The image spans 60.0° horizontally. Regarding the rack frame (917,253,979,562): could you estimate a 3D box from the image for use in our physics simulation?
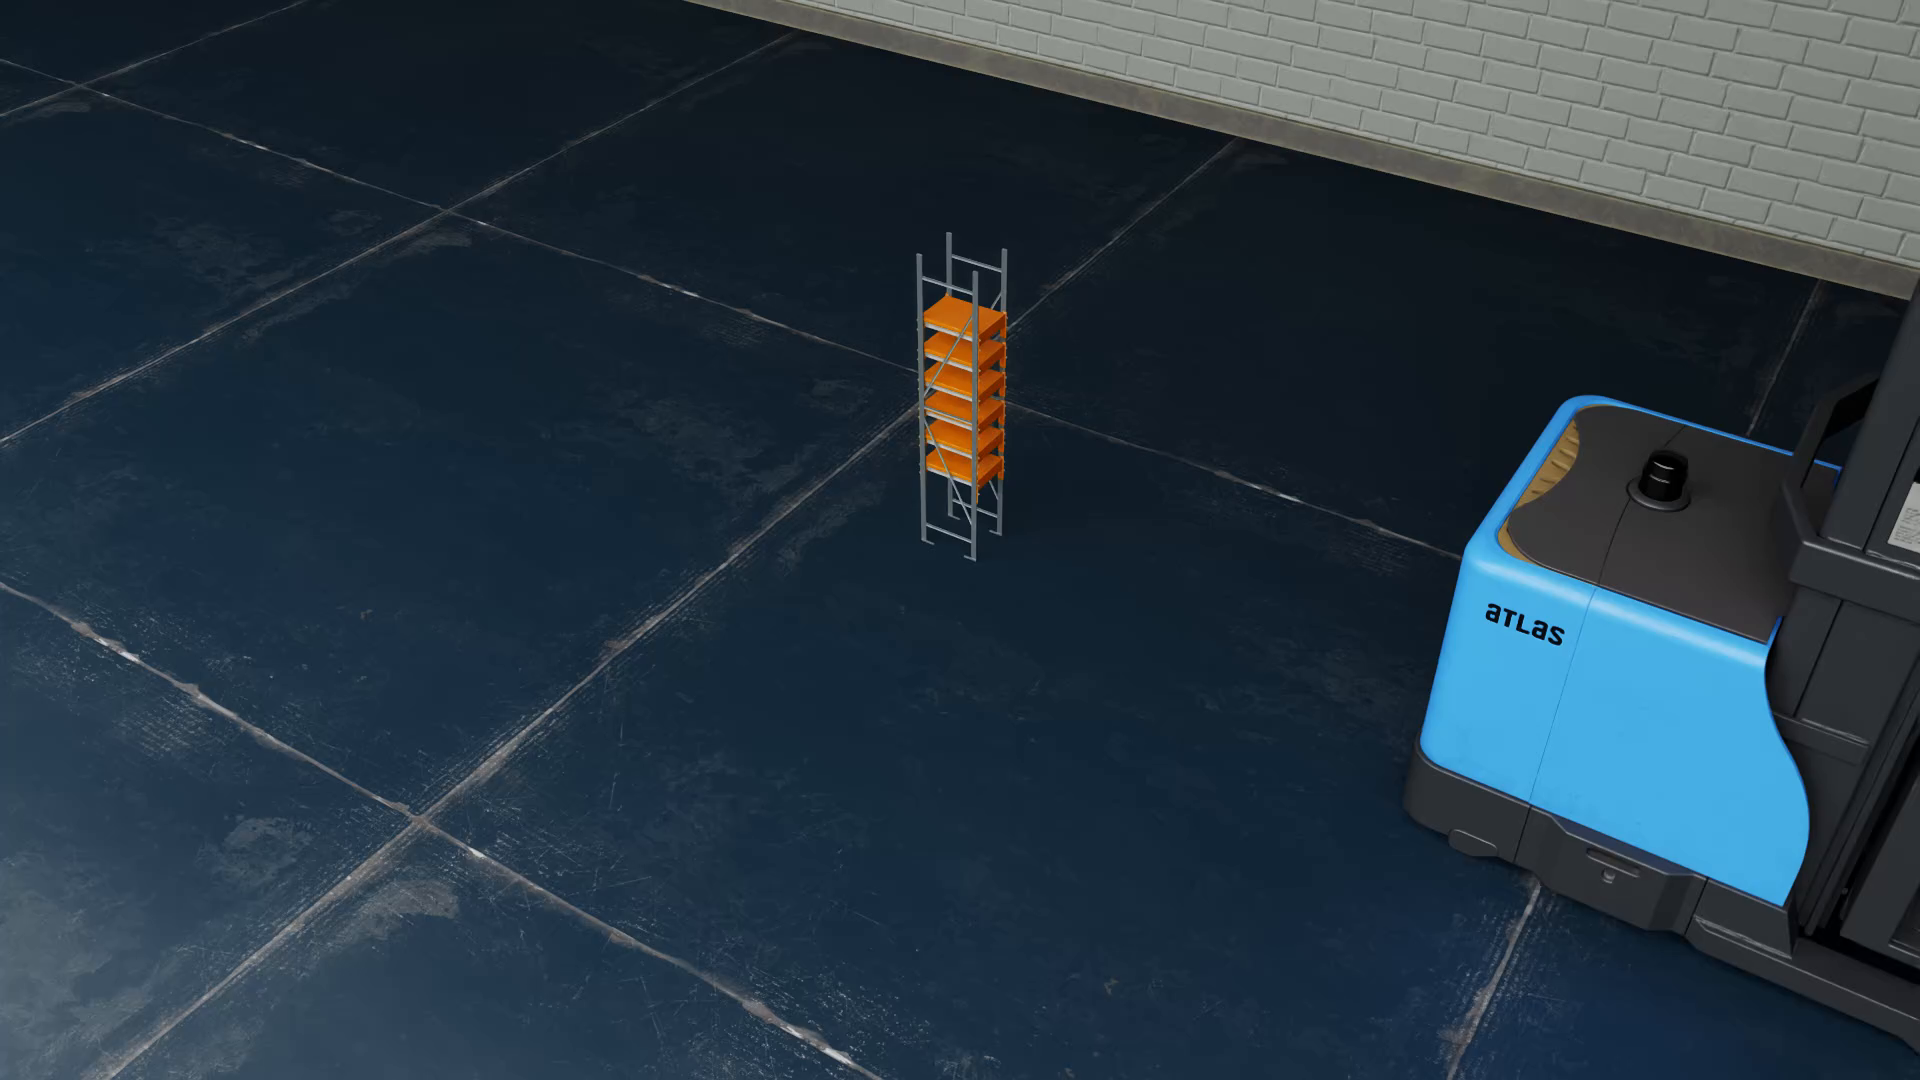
[{"bbox_3d":[-0.041,-0.435,5.832,0.240,1.200,0.006,21,42,25],"label":"rack frame"}]

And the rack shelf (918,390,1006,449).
[{"bbox_3d":[0.008,-0.447,5.920,0.258,0.103,0.180,21,42,25],"label":"rack shelf"}]

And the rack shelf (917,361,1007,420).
[{"bbox_3d":[0.008,-0.542,5.847,0.258,0.103,0.180,21,42,25],"label":"rack shelf"}]

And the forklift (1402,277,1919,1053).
[{"bbox_3d":[2.867,-0.038,3.899,3.031,2.935,1.130,22,43,26],"label":"forklift"}]

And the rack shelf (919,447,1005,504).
[{"bbox_3d":[0.008,-0.257,6.067,0.258,0.103,0.180,21,42,25],"label":"rack shelf"}]

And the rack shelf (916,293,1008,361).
[{"bbox_3d":[0.008,-0.733,5.701,0.258,0.103,0.180,21,42,25],"label":"rack shelf"}]

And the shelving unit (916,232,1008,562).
[{"bbox_3d":[0.008,-0.483,5.893,0.258,1.200,0.189,21,42,25],"label":"shelving unit"}]

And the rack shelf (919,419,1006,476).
[{"bbox_3d":[0.008,-0.352,5.994,0.258,0.103,0.180,21,42,25],"label":"rack shelf"}]

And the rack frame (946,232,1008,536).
[{"bbox_3d":[0.057,-0.530,5.955,0.240,1.200,0.006,21,42,25],"label":"rack frame"}]

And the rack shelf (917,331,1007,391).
[{"bbox_3d":[0.008,-0.638,5.774,0.258,0.103,0.180,21,42,25],"label":"rack shelf"}]
